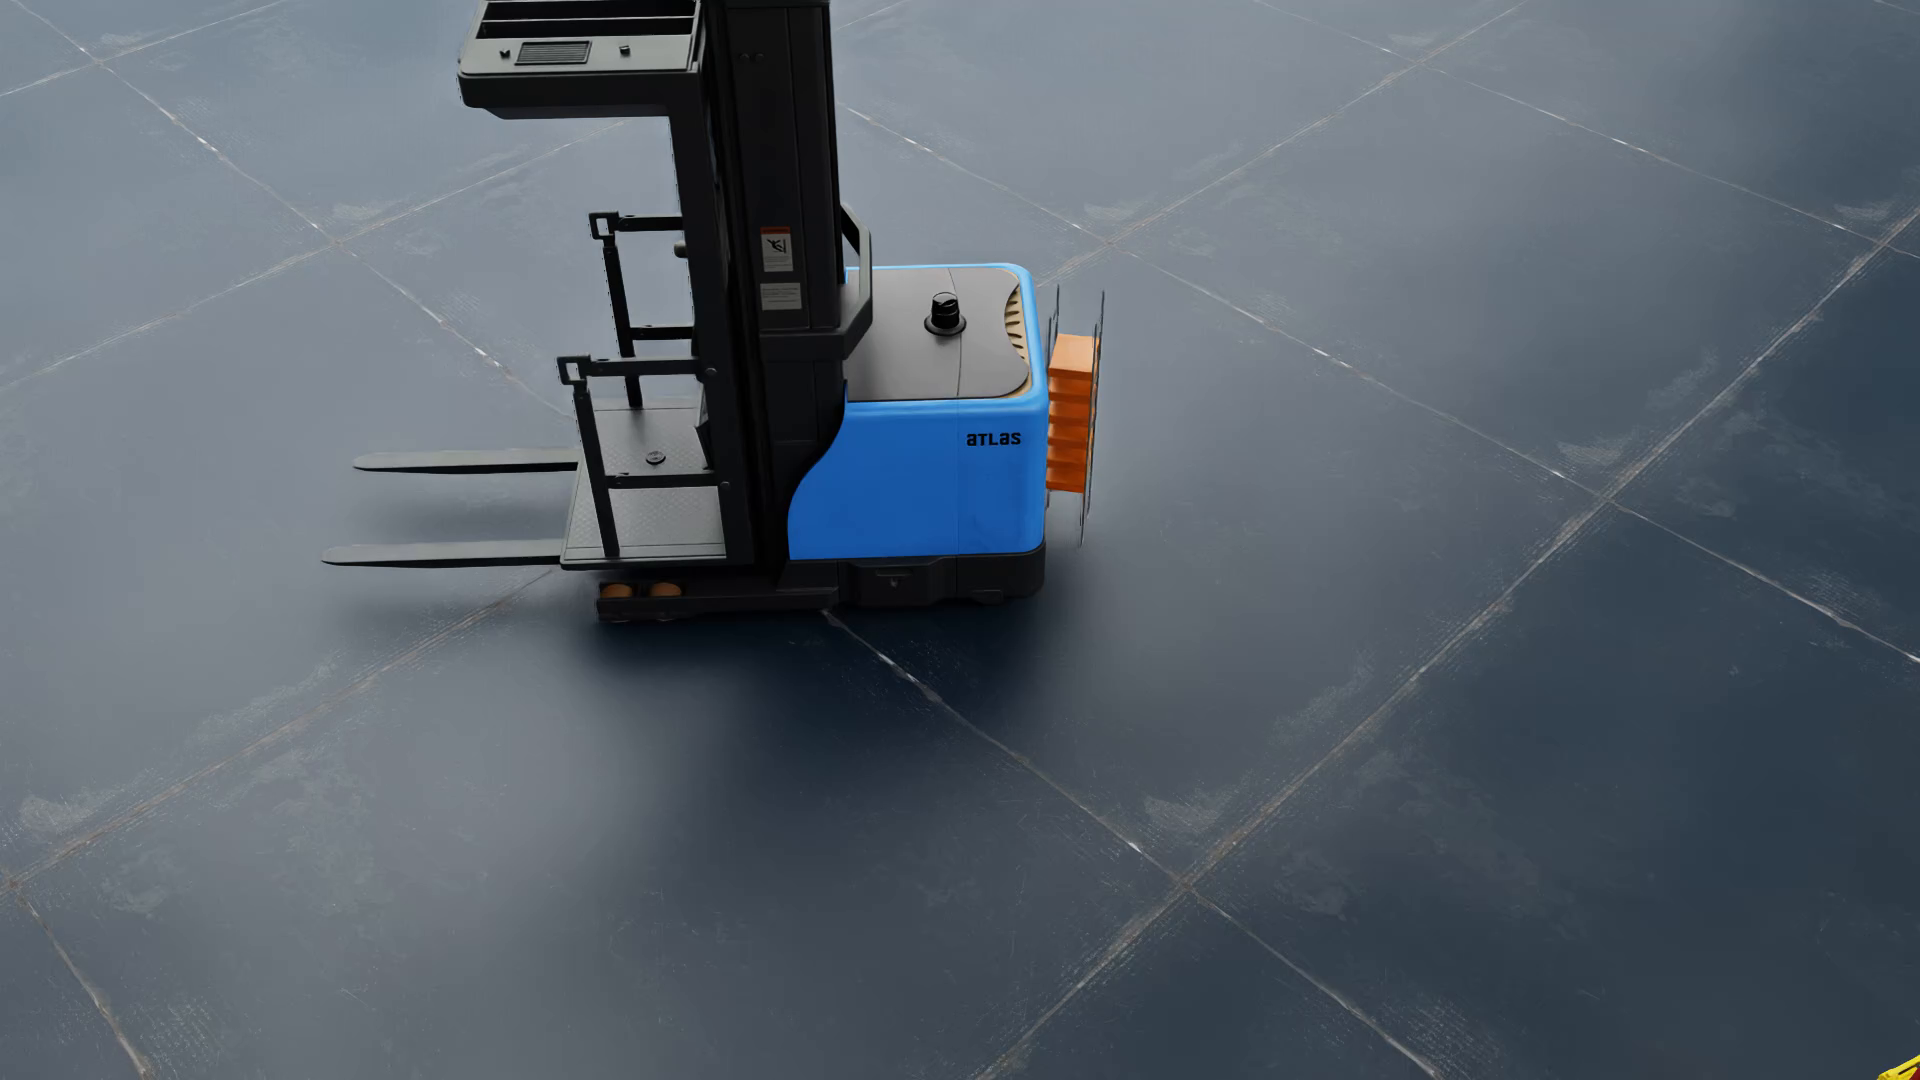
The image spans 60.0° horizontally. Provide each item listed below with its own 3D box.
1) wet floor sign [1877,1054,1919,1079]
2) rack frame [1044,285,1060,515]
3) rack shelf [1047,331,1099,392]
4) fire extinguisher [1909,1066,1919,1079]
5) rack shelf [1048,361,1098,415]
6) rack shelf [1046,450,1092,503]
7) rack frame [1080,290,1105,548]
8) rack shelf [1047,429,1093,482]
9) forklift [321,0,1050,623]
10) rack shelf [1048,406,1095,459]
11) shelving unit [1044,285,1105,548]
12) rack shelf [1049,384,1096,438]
[{"bbox_3d":[2.751,1.733,5.016,0.267,0.644,0.232,-18,46,-18],"label":"wet floor sign"},{"bbox_3d":[0.377,-0.511,7.036,0.006,1.200,0.240,8,43,8],"label":"rack frame"},{"bbox_3d":[0.467,-0.731,6.809,0.180,0.103,0.258,8,43,8],"label":"rack shelf"},{"bbox_3d":[2.373,1.225,3.888,0.296,0.674,0.183,-34,53,-31],"label":"fire extinguisher"},{"bbox_3d":[0.466,-0.643,6.891,0.180,0.103,0.258,8,43,8],"label":"rack shelf"},{"bbox_3d":[0.466,-0.290,7.216,0.180,0.103,0.258,8,43,8],"label":"rack shelf"},{"bbox_3d":[0.556,-0.487,7.010,0.006,1.200,0.240,8,43,8],"label":"rack frame"},{"bbox_3d":[0.466,-0.378,7.135,0.180,0.103,0.258,8,43,8],"label":"rack shelf"},{"bbox_3d":[-1.174,-1.099,6.397,3.031,2.935,1.130,-2,43,-2],"label":"forklift"},{"bbox_3d":[0.466,-0.466,7.053,0.180,0.103,0.258,8,43,8],"label":"rack shelf"},{"bbox_3d":[0.466,-0.499,7.023,0.189,1.200,0.258,8,43,8],"label":"shelving unit"},{"bbox_3d":[0.466,-0.554,6.972,0.180,0.103,0.258,8,43,8],"label":"rack shelf"}]
